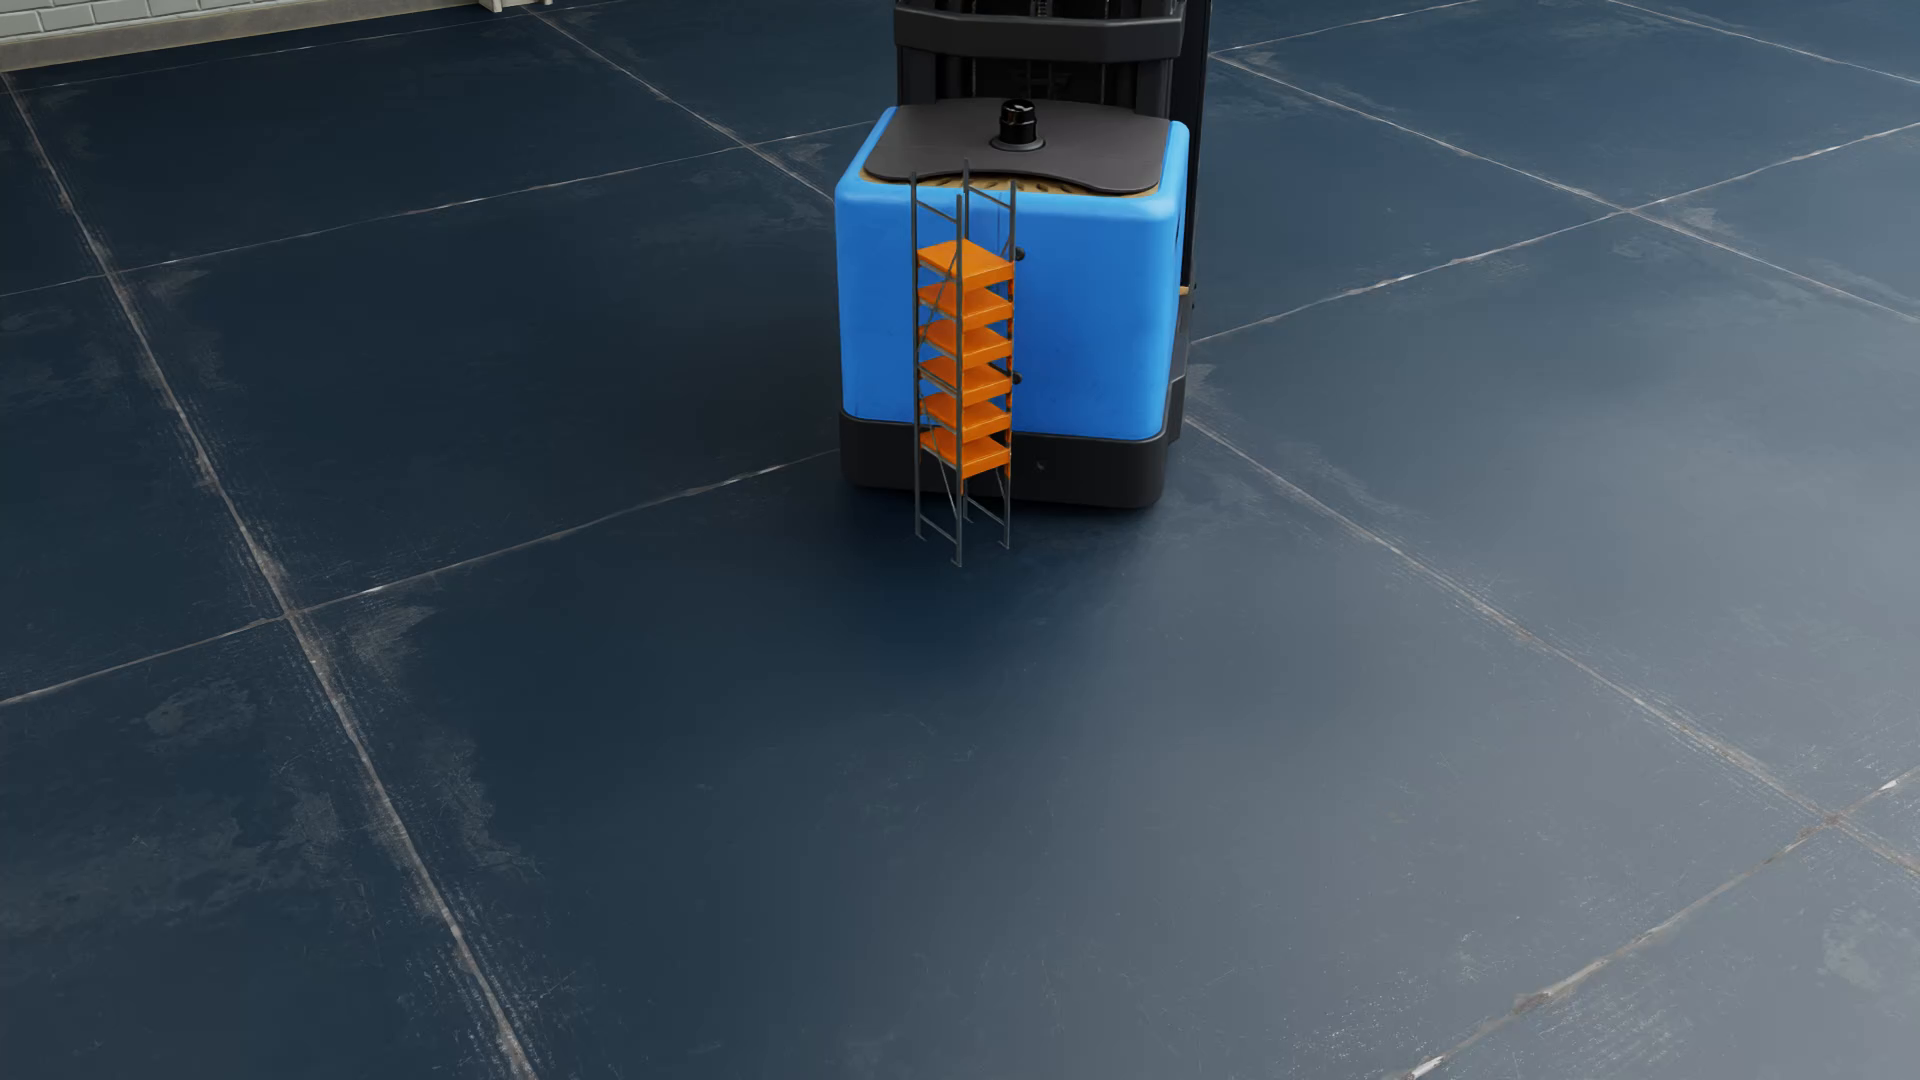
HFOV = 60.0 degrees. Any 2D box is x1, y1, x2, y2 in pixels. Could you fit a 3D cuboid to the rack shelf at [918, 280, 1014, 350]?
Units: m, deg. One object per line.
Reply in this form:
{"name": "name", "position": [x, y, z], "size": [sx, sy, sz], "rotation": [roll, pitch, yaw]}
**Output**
{"name": "rack shelf", "position": [0.008, -0.664, 4.811], "size": [0.180, 0.103, 0.258], "rotation": [-21, 38, -30]}

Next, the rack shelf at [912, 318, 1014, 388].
{"name": "rack shelf", "position": [0.007, -0.563, 4.875], "size": [0.180, 0.103, 0.258], "rotation": [-21, 38, -30]}

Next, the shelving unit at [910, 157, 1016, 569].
{"name": "shelving unit", "position": [0.007, -0.499, 4.916], "size": [0.189, 1.200, 0.258], "rotation": [-21, 38, -30]}

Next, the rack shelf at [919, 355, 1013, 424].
{"name": "rack shelf", "position": [0.007, -0.462, 4.939], "size": [0.180, 0.103, 0.258], "rotation": [-21, 38, -30]}

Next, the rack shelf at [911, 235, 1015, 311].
{"name": "rack shelf", "position": [0.008, -0.765, 4.746], "size": [0.180, 0.103, 0.258], "rotation": [-21, 38, -30]}

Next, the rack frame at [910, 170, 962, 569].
{"name": "rack frame", "position": [-0.067, -0.471, 4.870], "size": [0.006, 1.200, 0.240], "rotation": [-21, 38, -30]}

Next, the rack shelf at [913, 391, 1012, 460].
{"name": "rack shelf", "position": [0.007, -0.360, 5.004], "size": [0.180, 0.103, 0.258], "rotation": [-21, 38, -30]}

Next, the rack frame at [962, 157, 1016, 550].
{"name": "rack frame", "position": [0.081, -0.528, 4.961], "size": [0.006, 1.200, 0.240], "rotation": [-21, 38, -30]}

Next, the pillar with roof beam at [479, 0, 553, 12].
{"name": "pillar with roof beam", "position": [-0.546, -5.352, 5.301], "size": [0.400, 9.000, 9.100], "rotation": [-19, 37, -27]}

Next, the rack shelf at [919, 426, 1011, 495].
{"name": "rack shelf", "position": [0.007, -0.259, 5.068], "size": [0.180, 0.103, 0.258], "rotation": [-21, 38, -30]}

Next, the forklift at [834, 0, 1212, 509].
{"name": "forklift", "position": [0.360, -2.111, 5.850], "size": [1.130, 2.935, 3.031], "rotation": [5, 33, 8]}
